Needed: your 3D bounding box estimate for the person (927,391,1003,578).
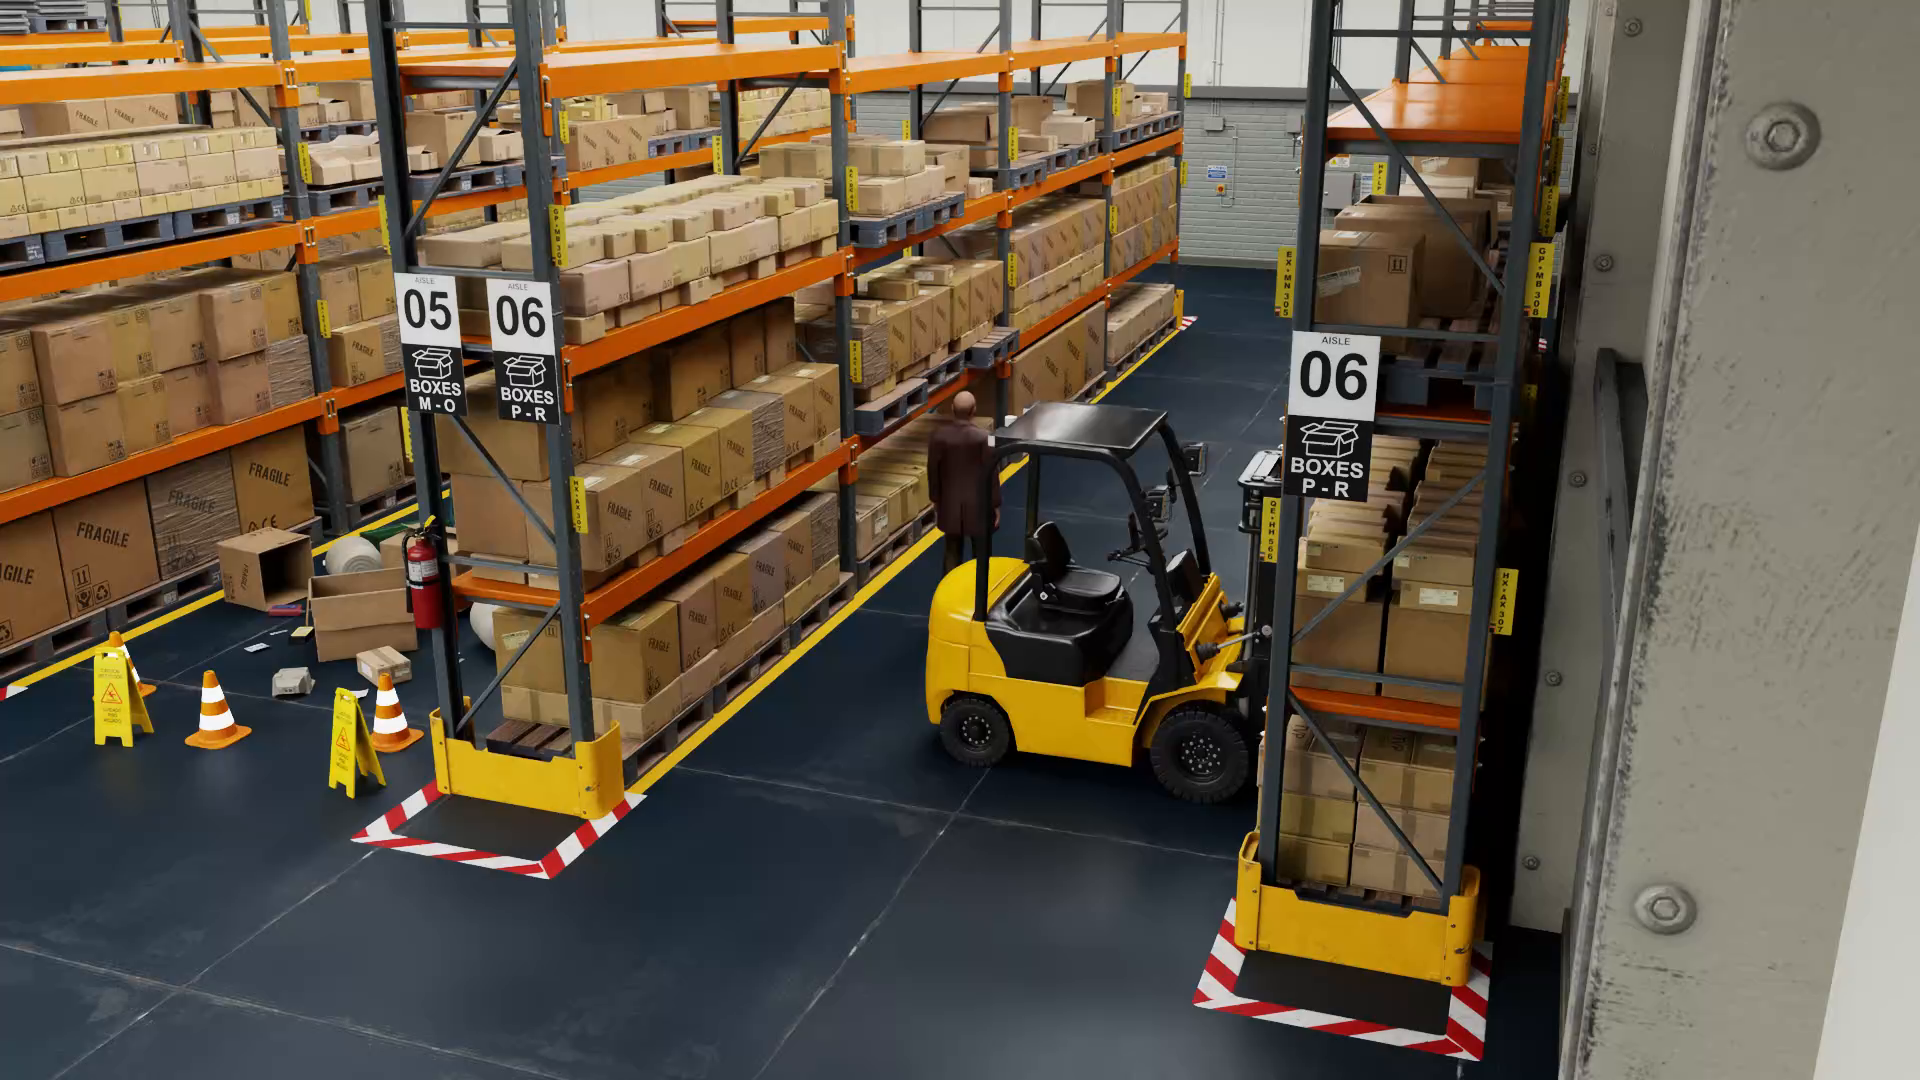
[{"bbox_3d":[0.062,-0.290,12.930,0.602,1.808,0.453,5,19,15],"label":"person"}]
